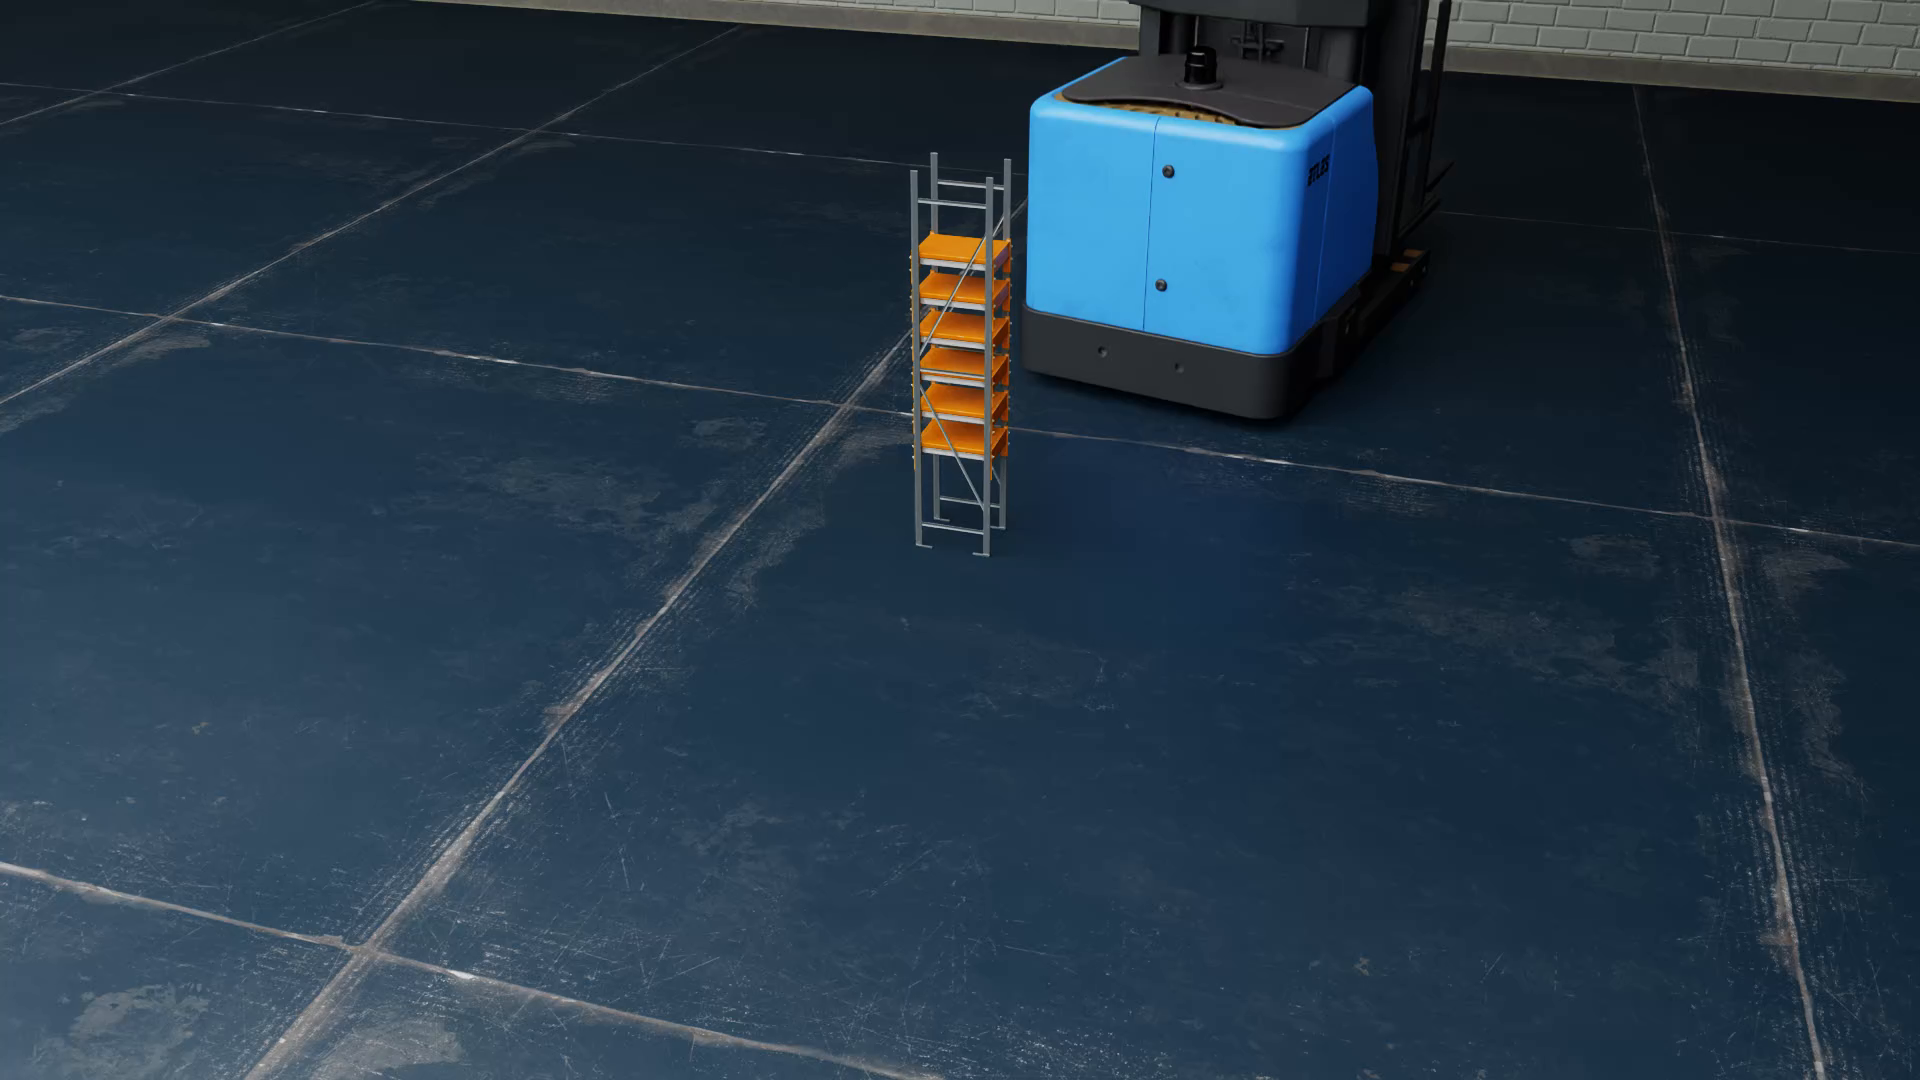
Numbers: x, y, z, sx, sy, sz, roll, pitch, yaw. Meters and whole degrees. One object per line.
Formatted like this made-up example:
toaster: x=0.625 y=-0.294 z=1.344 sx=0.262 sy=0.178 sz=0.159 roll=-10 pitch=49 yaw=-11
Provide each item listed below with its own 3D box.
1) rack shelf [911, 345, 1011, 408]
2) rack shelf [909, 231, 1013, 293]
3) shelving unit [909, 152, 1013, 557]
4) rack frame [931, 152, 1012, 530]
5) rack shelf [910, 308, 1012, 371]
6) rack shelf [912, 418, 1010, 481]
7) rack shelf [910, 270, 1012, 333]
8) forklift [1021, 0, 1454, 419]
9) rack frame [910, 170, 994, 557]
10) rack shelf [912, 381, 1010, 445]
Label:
rack shelf: x=0.004 y=-0.492 z=4.992 sx=0.258 sy=0.103 sz=0.180 roll=8 pitch=30 yaw=15
rack shelf: x=0.004 y=-0.807 z=4.817 sx=0.258 sy=0.103 sz=0.180 roll=8 pitch=30 yaw=15
shelving unit: x=0.004 y=-0.531 z=4.970 sx=0.258 sy=1.200 sz=0.189 roll=8 pitch=30 yaw=15
rack frame: x=0.031 y=-0.574 z=5.047 sx=0.240 sy=1.200 sz=0.006 roll=8 pitch=30 yaw=15
rack shelf: x=0.004 y=-0.597 z=4.934 sx=0.258 sy=0.103 sz=0.180 roll=8 pitch=30 yaw=15
rack shelf: x=0.004 y=-0.282 z=5.109 sx=0.258 sy=0.103 sz=0.180 roll=8 pitch=30 yaw=15
rack shelf: x=0.004 y=-0.702 z=4.875 sx=0.258 sy=0.103 sz=0.180 roll=8 pitch=30 yaw=15
forklift: x=1.386 y=-2.392 z=6.534 sx=1.130 sy=2.935 sz=3.031 roll=15 pitch=32 yaw=25
rack frame: x=-0.023 y=-0.489 z=4.894 sx=0.240 sy=1.200 sz=0.006 roll=8 pitch=30 yaw=15
rack shelf: x=0.004 y=-0.387 z=5.050 sx=0.258 sy=0.103 sz=0.180 roll=8 pitch=30 yaw=15
